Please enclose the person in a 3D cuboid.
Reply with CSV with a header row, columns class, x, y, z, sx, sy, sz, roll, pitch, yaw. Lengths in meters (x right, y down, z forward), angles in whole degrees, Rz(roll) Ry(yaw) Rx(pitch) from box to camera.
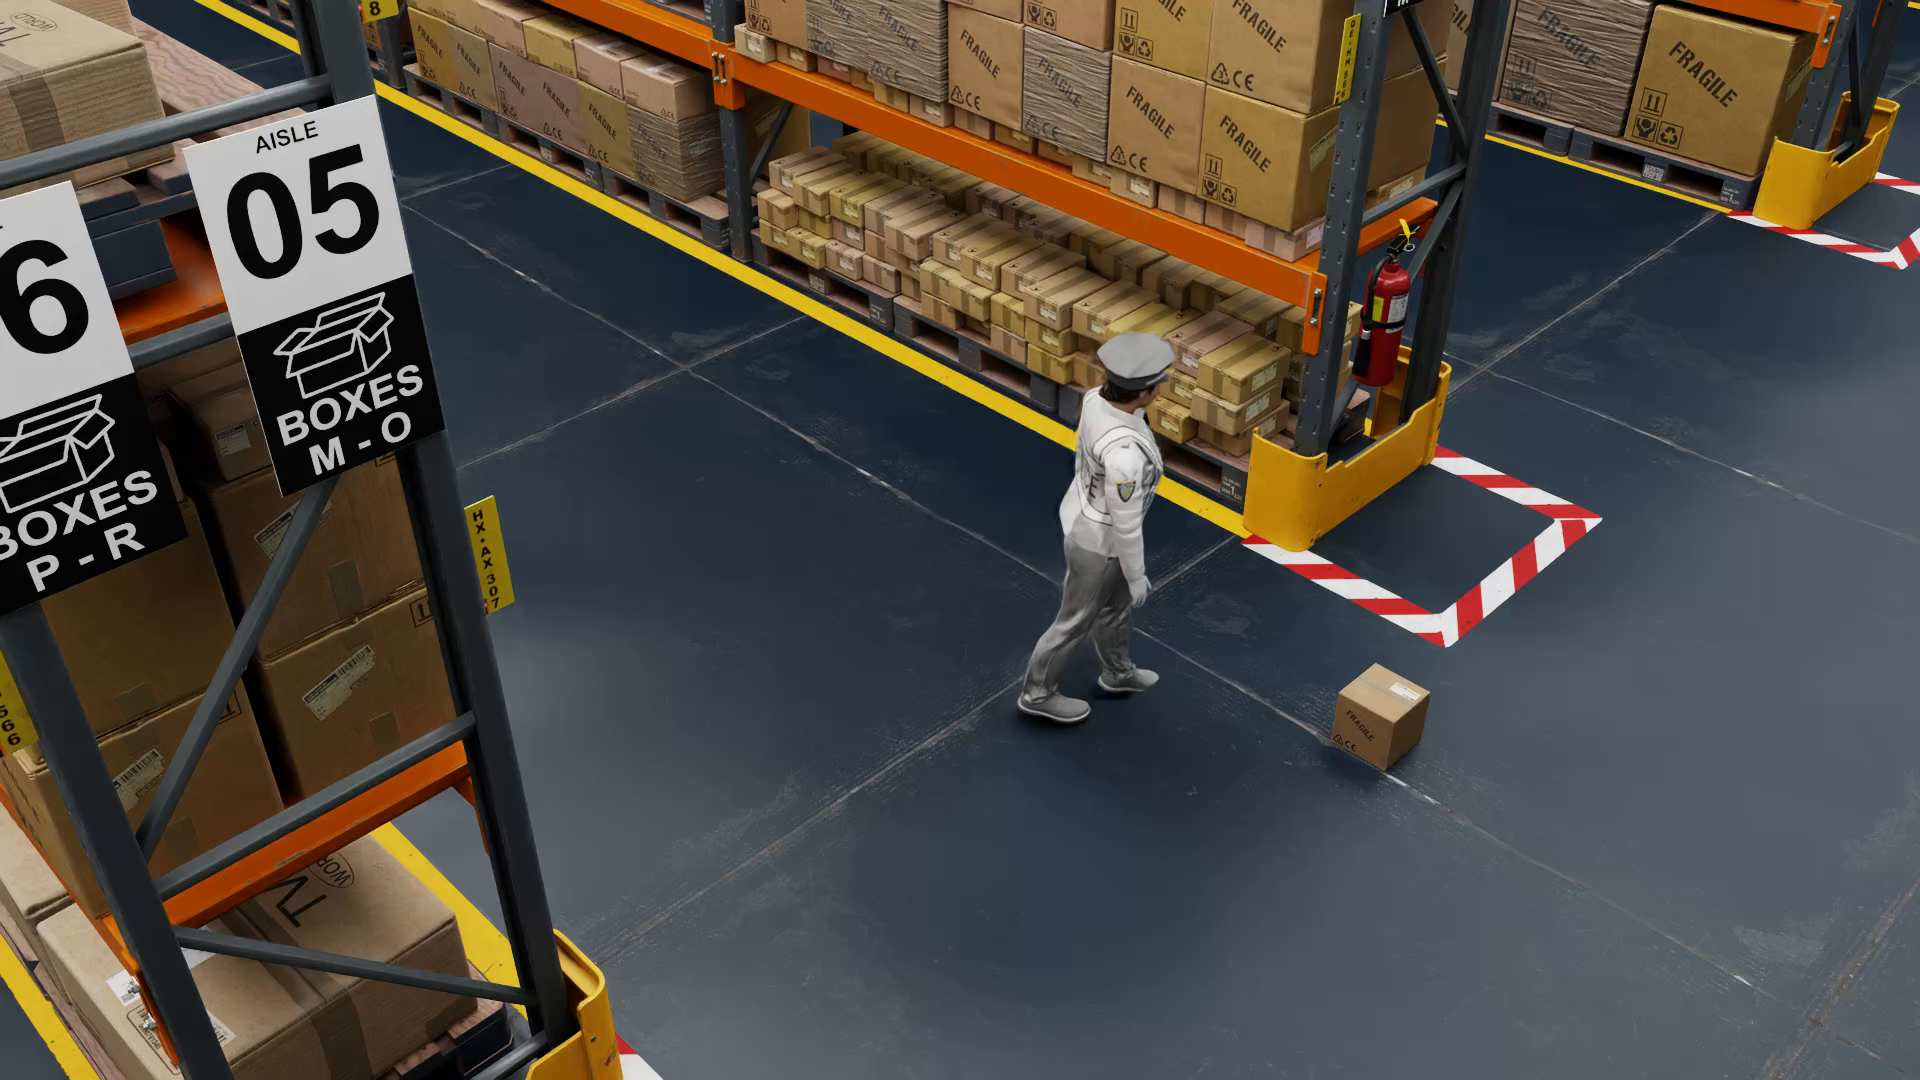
class,x,y,z,sx,sy,sz,roll,pitch,yaw
person,0.525,0.016,6.135,0.595,1.701,0.509,-1,36,-2
